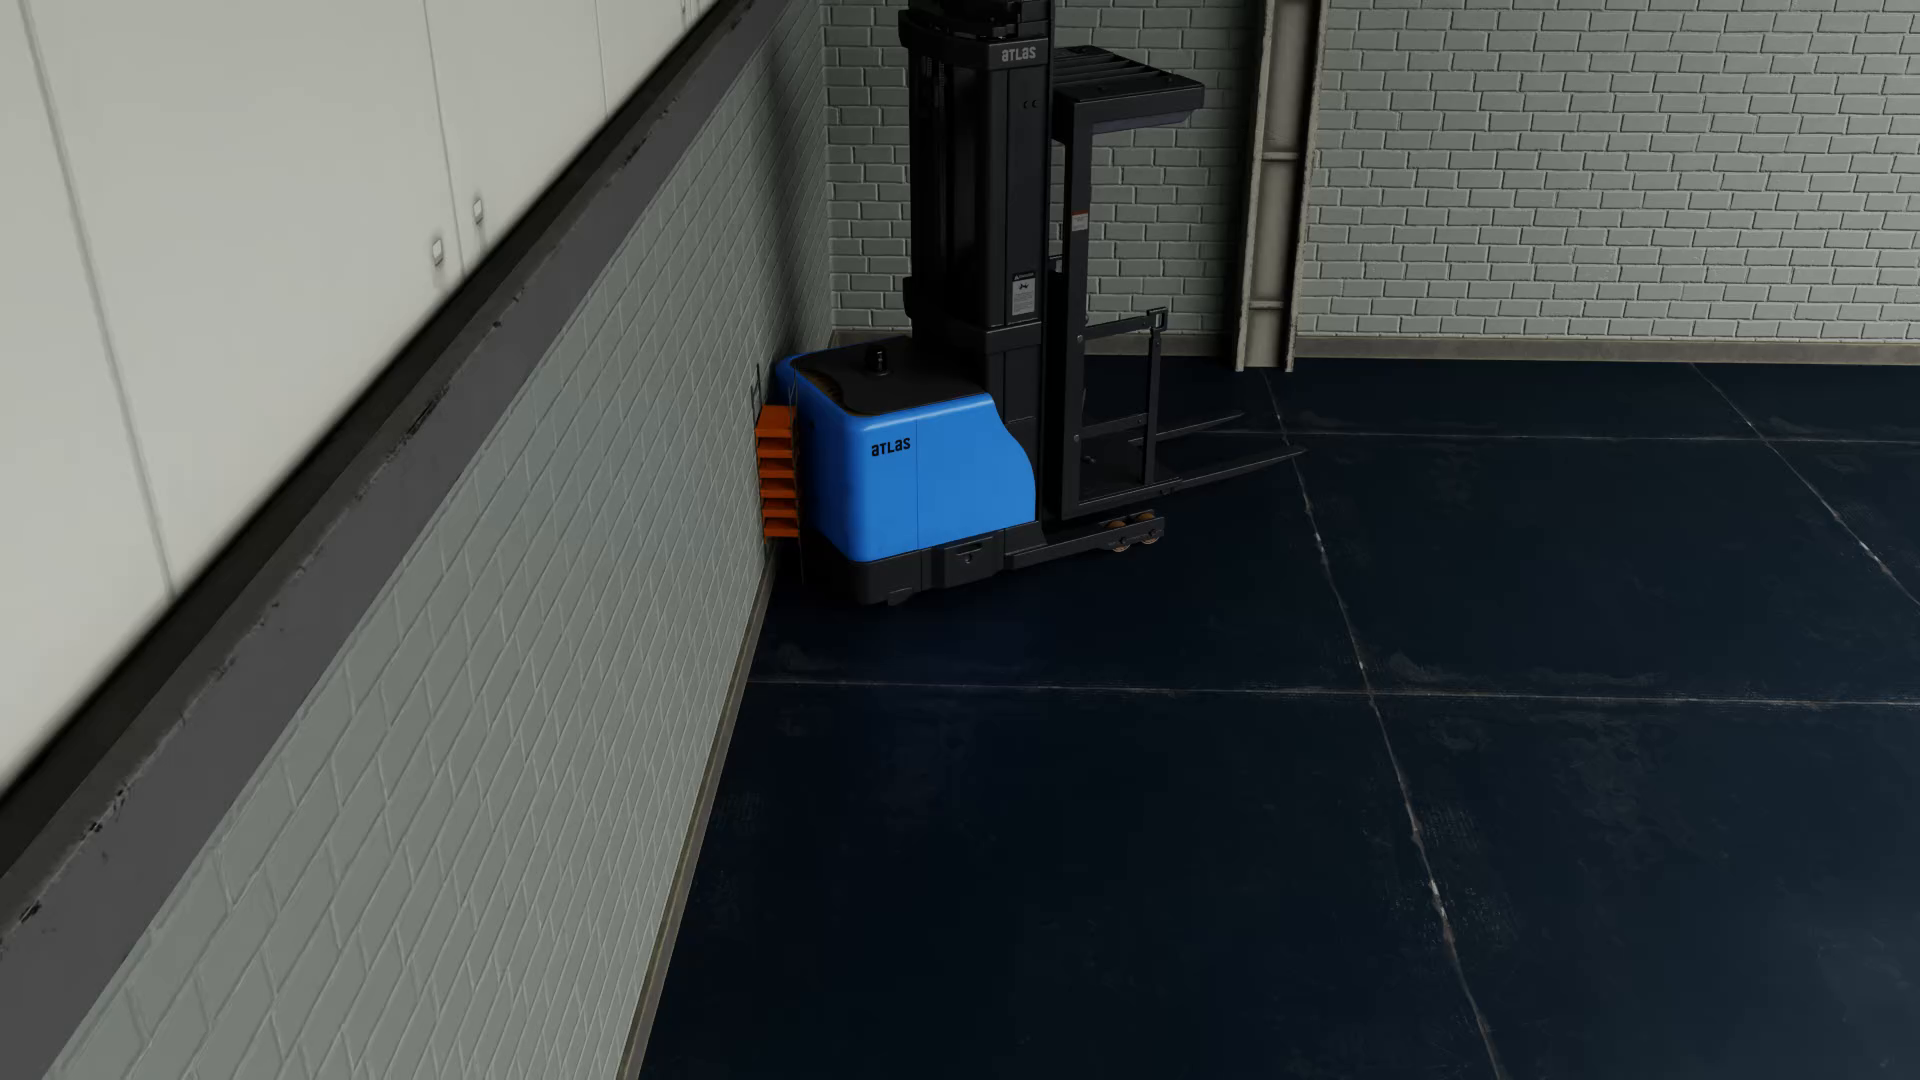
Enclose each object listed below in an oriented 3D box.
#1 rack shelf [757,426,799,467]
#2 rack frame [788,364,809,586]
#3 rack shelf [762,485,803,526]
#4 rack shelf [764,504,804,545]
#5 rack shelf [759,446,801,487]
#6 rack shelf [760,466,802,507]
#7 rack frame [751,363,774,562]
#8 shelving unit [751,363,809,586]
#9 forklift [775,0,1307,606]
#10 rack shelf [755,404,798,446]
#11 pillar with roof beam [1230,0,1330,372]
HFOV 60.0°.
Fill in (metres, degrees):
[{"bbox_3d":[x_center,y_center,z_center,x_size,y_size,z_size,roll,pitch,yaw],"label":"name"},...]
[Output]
[{"bbox_3d":[-0.920,-0.481,8.442,0.180,0.103,0.258,1,35,2],"label":"rack shelf"},{"bbox_3d":[-0.828,-0.317,8.549,0.006,1.200,0.240,1,35,2],"label":"rack frame"},{"bbox_3d":[-0.919,-0.184,8.646,0.180,0.103,0.258,1,35,2],"label":"rack shelf"},{"bbox_3d":[-0.918,-0.085,8.714,0.180,0.103,0.258,1,35,2],"label":"rack shelf"},{"bbox_3d":[-0.920,-0.382,8.510,0.180,0.103,0.258,1,35,2],"label":"rack shelf"},{"bbox_3d":[-0.919,-0.283,8.578,0.180,0.103,0.258,1,35,2],"label":"rack shelf"},{"bbox_3d":[-1.011,-0.322,8.557,0.006,1.200,0.240,1,35,2],"label":"rack frame"},{"bbox_3d":[-0.919,-0.319,8.553,0.189,1.200,0.258,1,35,2],"label":"shelving unit"},{"bbox_3d":[0.554,-1.434,8.825,3.031,2.935,1.130,-14,31,-25],"label":"forklift"},{"bbox_3d":[-0.921,-0.579,8.374,0.180,0.103,0.258,1,35,2],"label":"rack shelf"},{"bbox_3d":[1.942,-3.192,5.664,0.400,9.000,9.100,1,28,2],"label":"pillar with roof beam"}]
